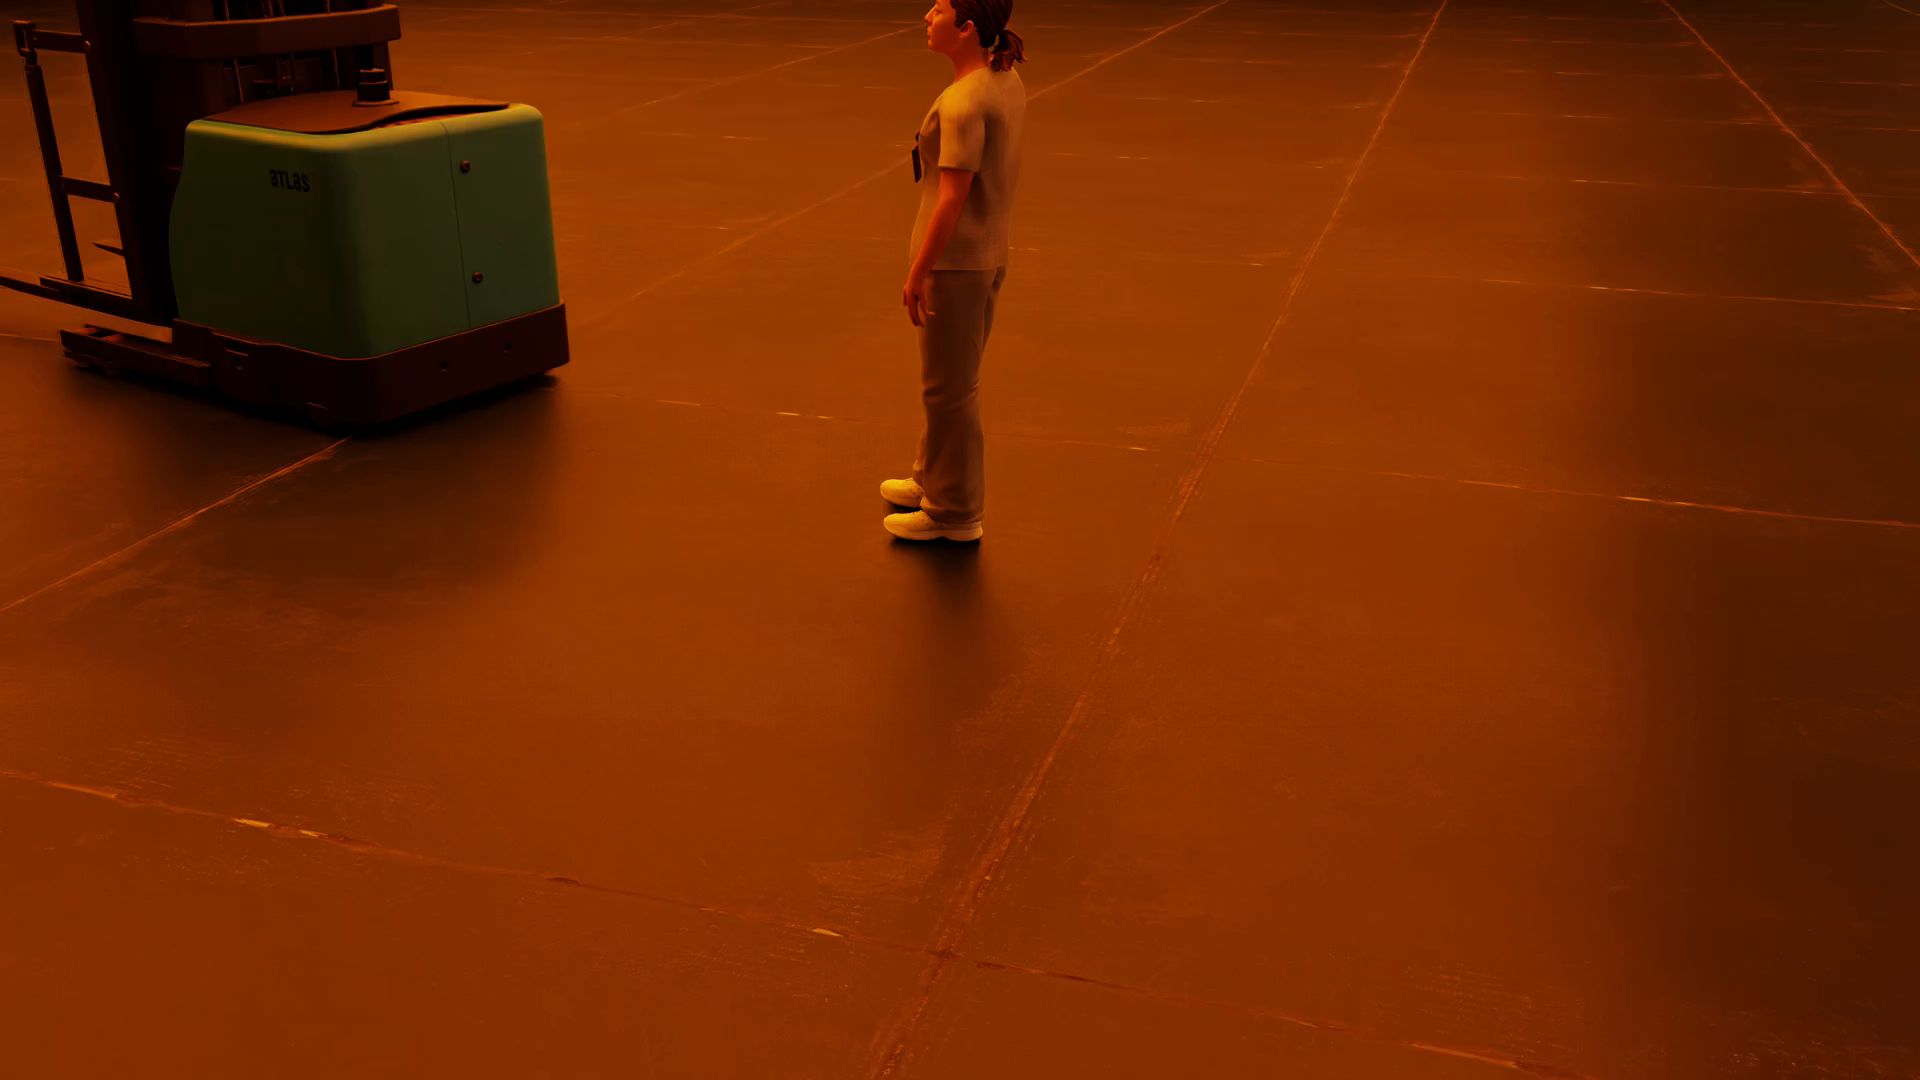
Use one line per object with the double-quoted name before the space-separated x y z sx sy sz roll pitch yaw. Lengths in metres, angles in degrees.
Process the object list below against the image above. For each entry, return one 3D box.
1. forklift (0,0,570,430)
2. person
"forklift" -3.073 -2.171 6.539 3.031 2.935 1.130 14 26 31
"person" -0.066 -0.795 4.830 0.549 1.675 0.549 7 23 16
